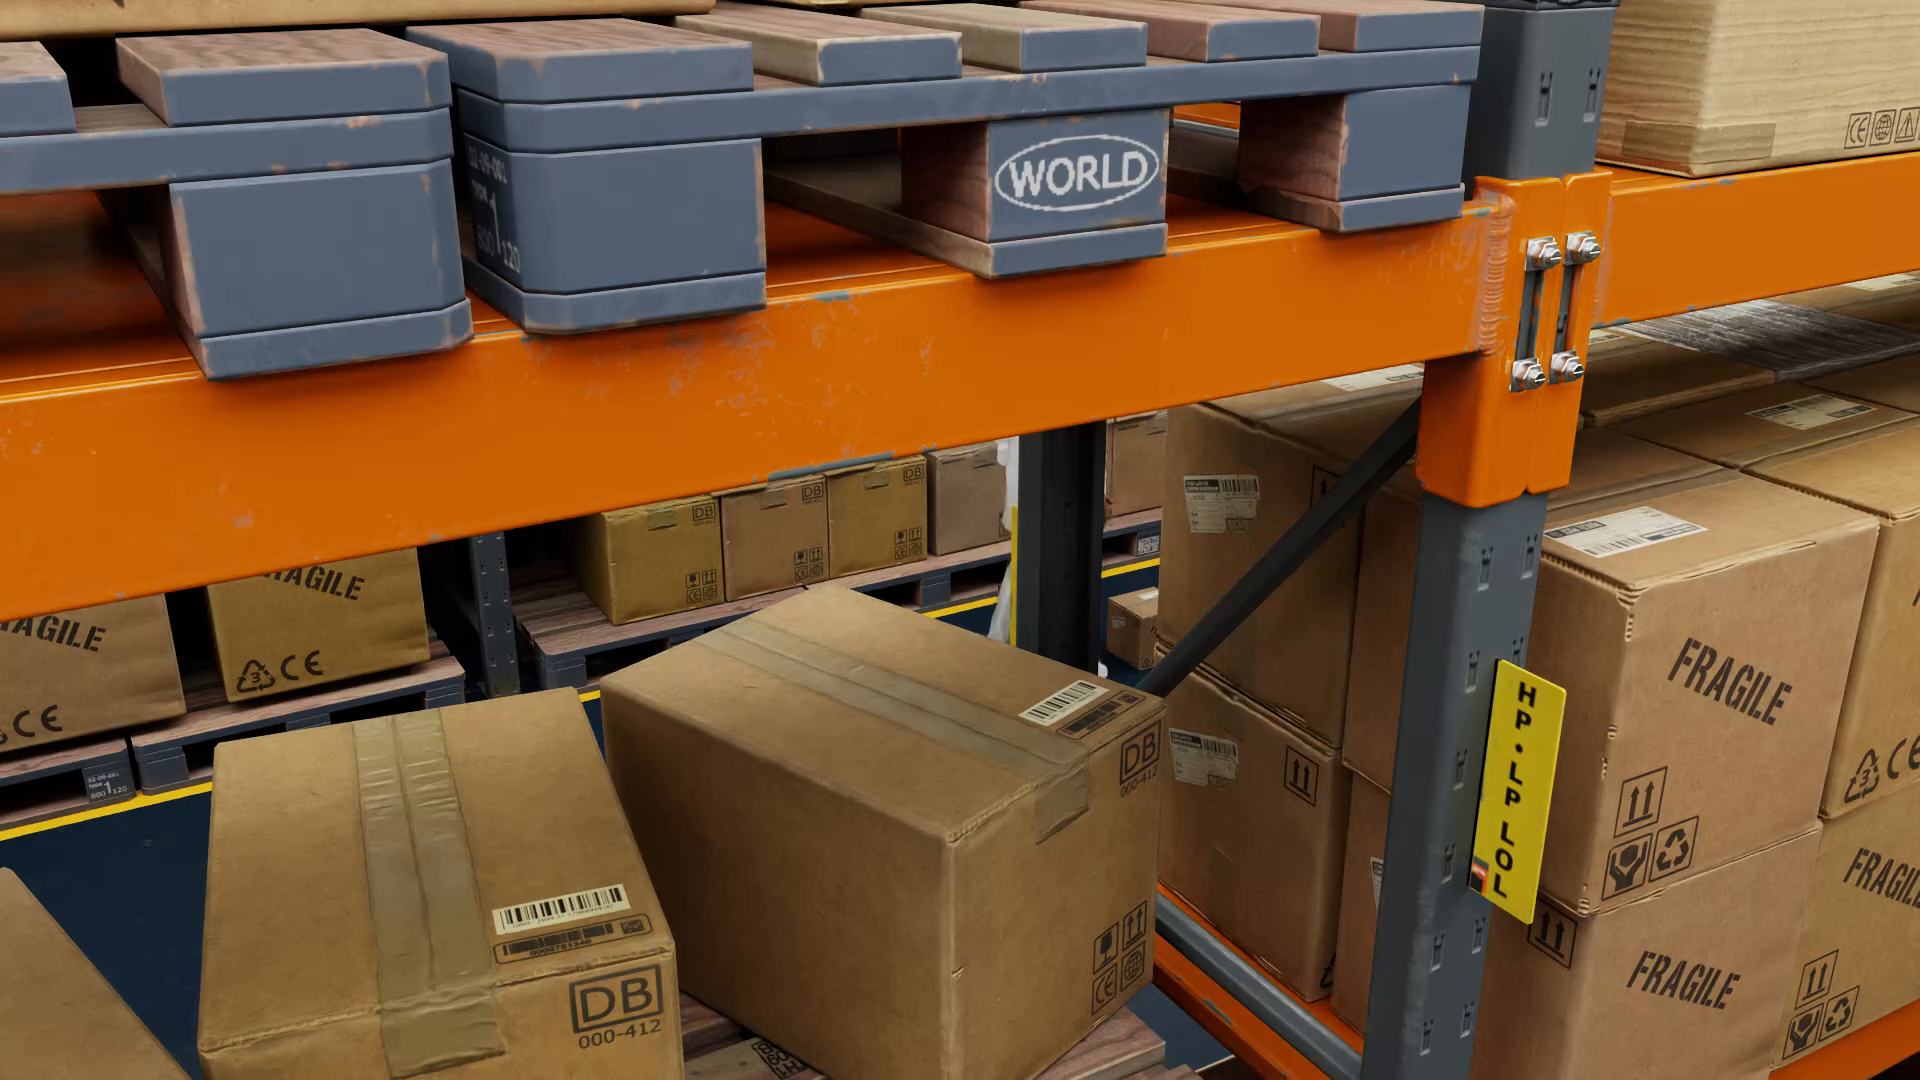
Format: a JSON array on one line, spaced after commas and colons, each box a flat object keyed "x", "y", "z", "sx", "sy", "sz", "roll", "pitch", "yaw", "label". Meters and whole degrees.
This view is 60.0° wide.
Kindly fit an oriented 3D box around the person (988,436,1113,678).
[{"x": 0.352, "y": -0.198, "z": 6.701, "sx": 0.470, "sy": 1.864, "sz": 0.593, "roll": -12, "pitch": 25, "yaw": -29, "label": "person"}]
